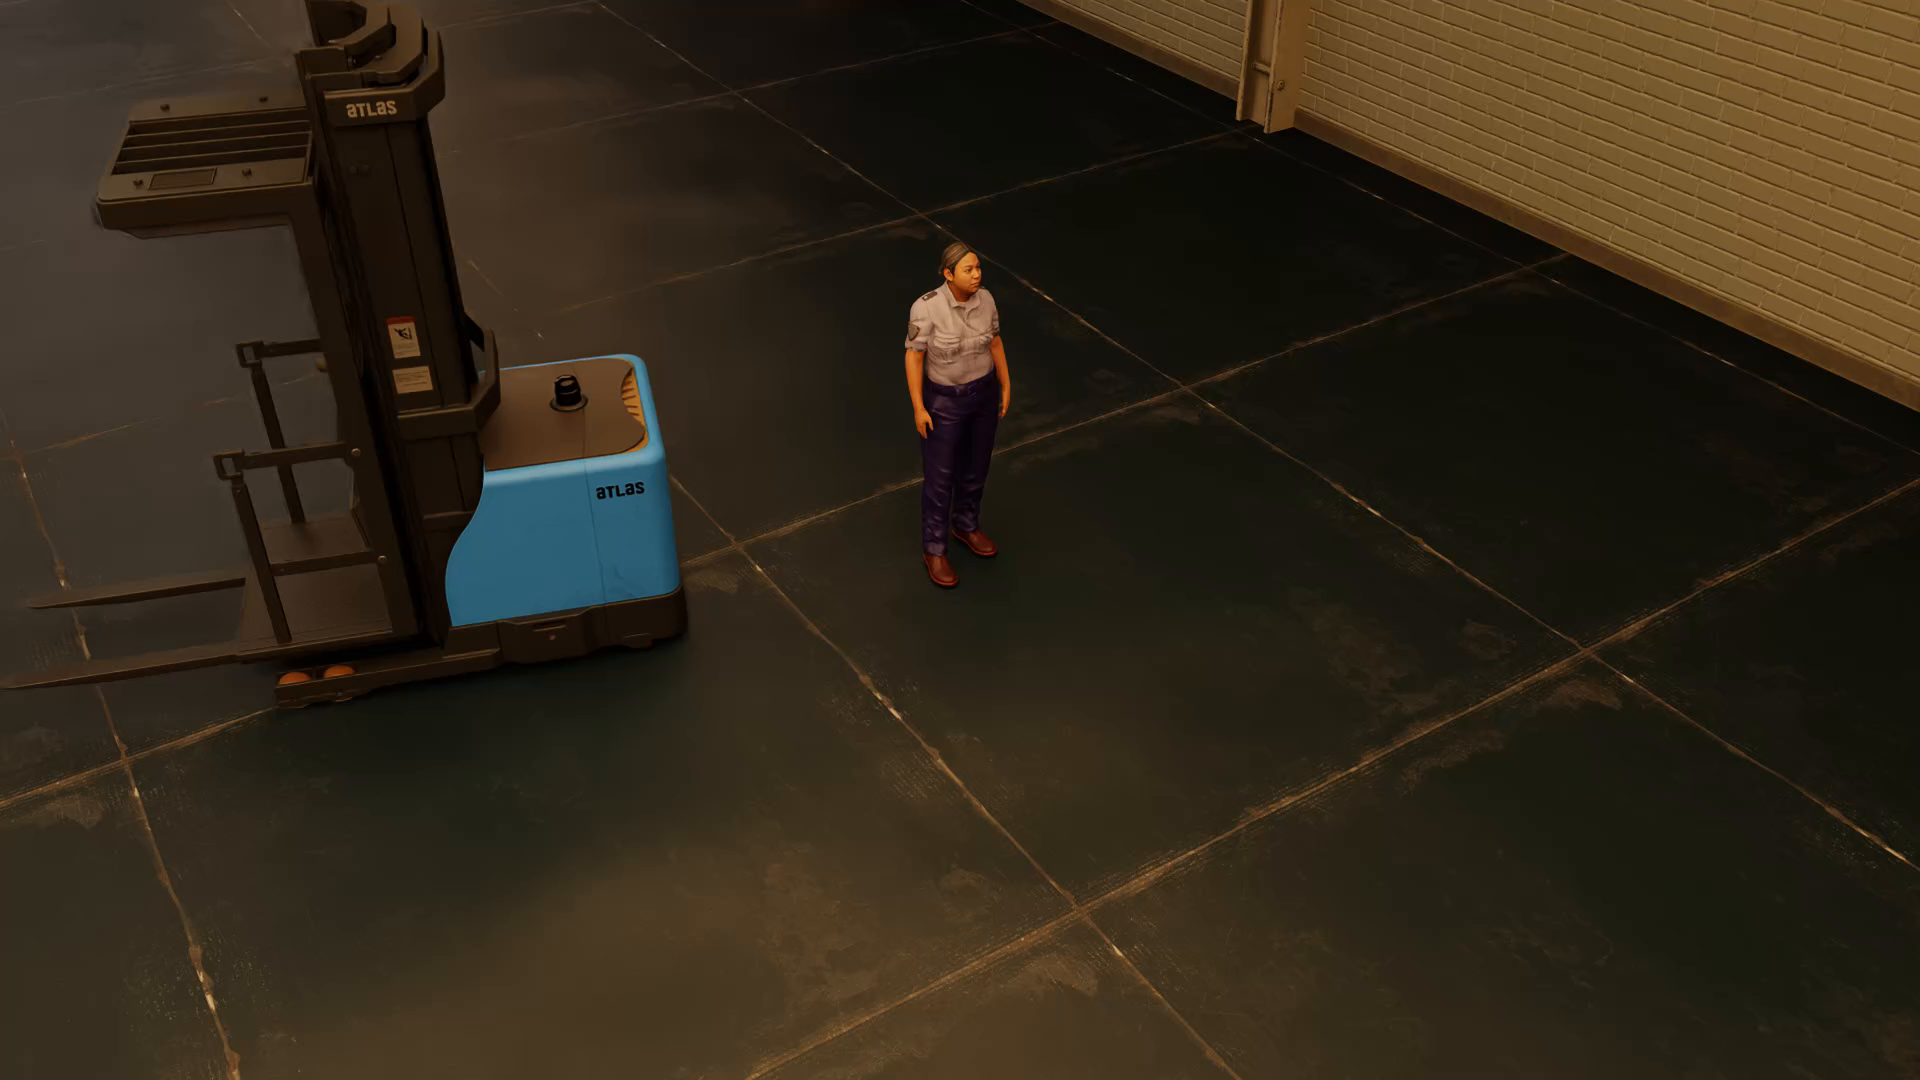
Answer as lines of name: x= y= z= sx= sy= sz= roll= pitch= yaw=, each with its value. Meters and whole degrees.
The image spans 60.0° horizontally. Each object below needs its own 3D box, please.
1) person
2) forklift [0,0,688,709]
person: x=0.030 y=-0.630 z=8.148 sx=0.599 sy=1.650 sz=0.503 roll=-21 pitch=40 yaw=-27
forklift: x=-2.884 y=-0.766 z=7.237 sx=3.031 sy=2.935 sz=1.130 roll=-9 pitch=36 yaw=-12
